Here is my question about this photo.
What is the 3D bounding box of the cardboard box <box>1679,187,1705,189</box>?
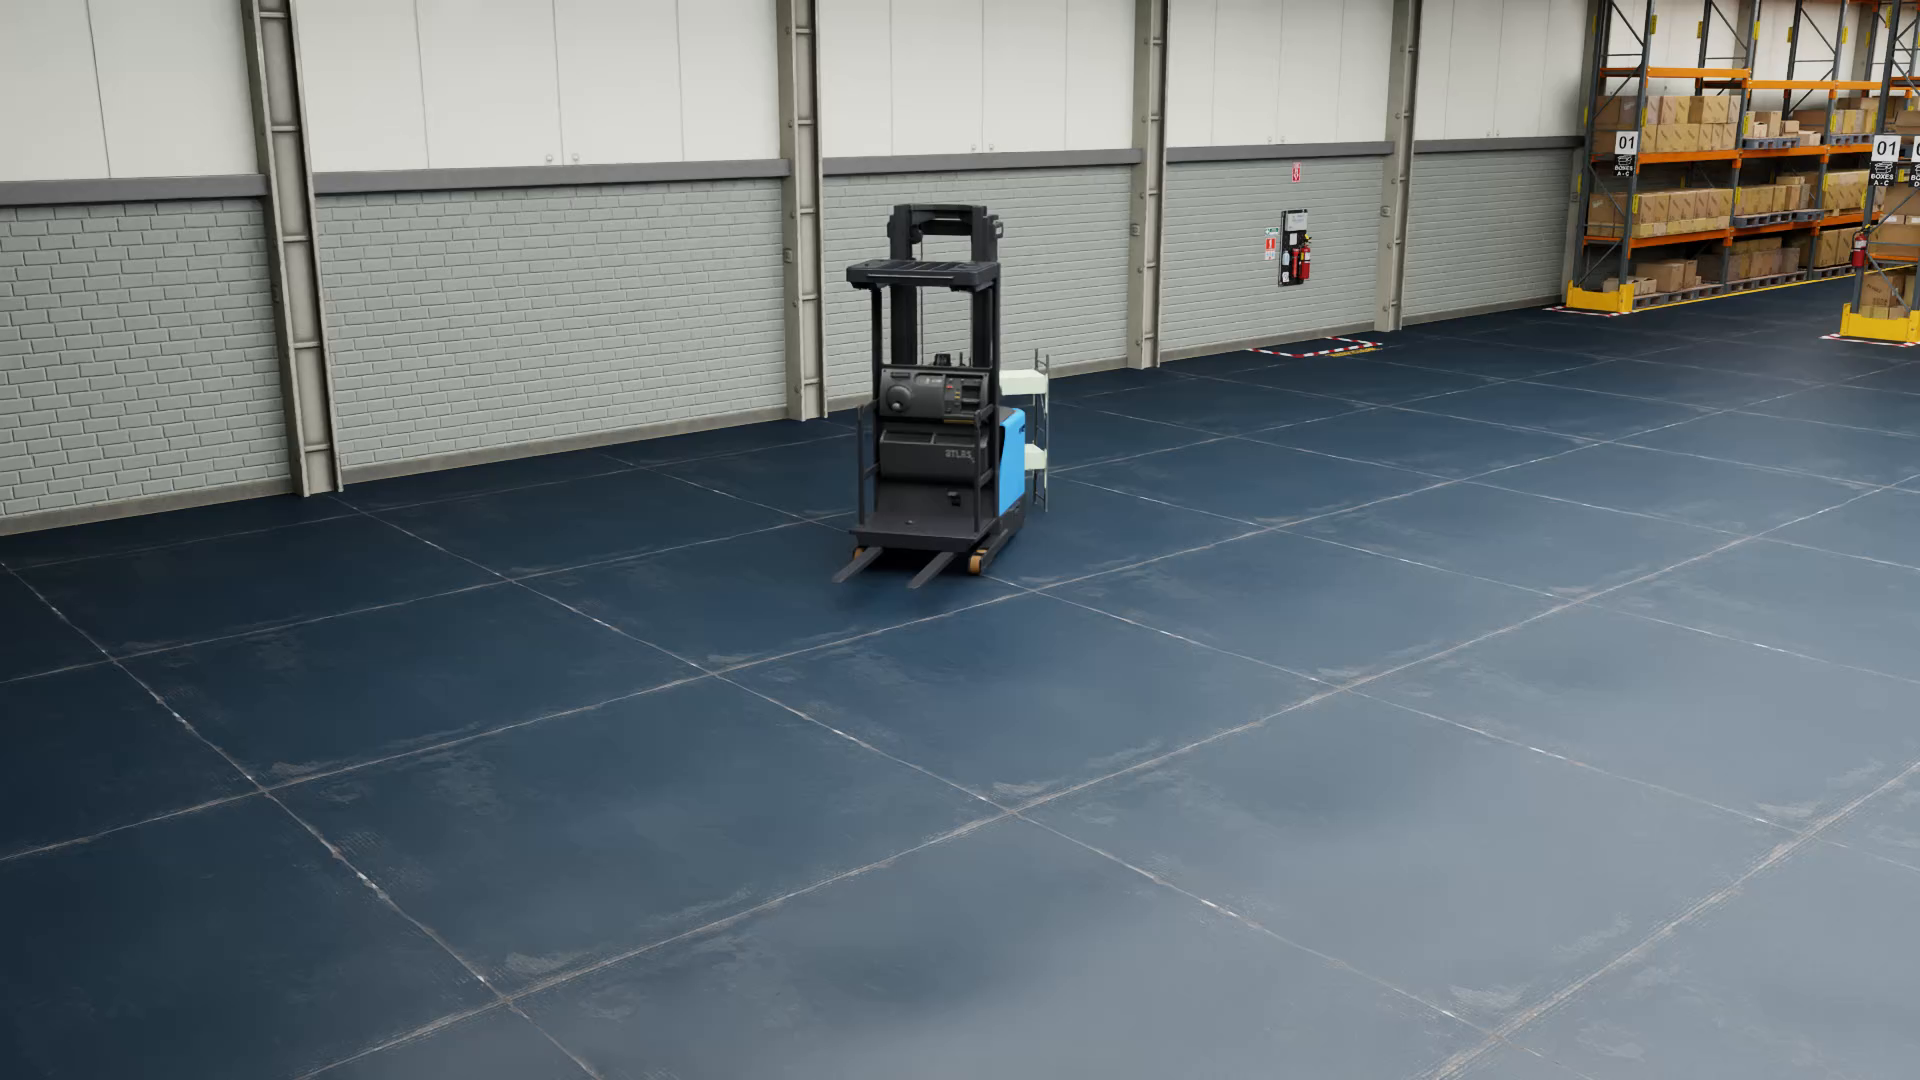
[{"bbox_3d":[14.276,-6.651,32.635,0.500,0.500,0.500,-13,20,-41],"label":"cardboard box"}]

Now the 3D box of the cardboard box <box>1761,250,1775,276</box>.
[{"bbox_3d":[16.455,-5.786,34.592,0.500,0.500,0.700,-13,20,-40],"label":"cardboard box"}]

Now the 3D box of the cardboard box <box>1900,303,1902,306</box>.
[{"bbox_3d":[15.585,-3.859,27.898,0.500,0.250,0.500,-13,19,-39],"label":"cardboard box"}]

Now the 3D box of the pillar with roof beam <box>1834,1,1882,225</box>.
[{"bbox_3d":[23.589,-10.093,35.098,0.400,9.000,9.100,-13,19,-39],"label":"pillar with roof beam"}]

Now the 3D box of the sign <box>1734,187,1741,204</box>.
[{"bbox_3d":[15.130,-6.704,32.359,0.005,0.325,0.100,-13,19,-39],"label":"sign"}]

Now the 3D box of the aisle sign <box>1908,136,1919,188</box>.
[{"bbox_3d":[15.157,-5.934,26.116,0.004,0.787,0.394,-13,19,-39],"label":"aisle sign"}]

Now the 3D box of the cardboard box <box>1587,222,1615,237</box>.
[{"bbox_3d":[11.976,-5.767,30.779,0.500,0.250,0.500,-12,19,-39],"label":"cardboard box"}]

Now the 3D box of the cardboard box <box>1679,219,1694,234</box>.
[{"bbox_3d":[13.480,-5.932,31.397,0.500,0.250,0.500,-12,19,-39],"label":"cardboard box"}]

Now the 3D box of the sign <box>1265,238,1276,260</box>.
[{"bbox_3d":[4.810,-4.516,25.774,0.234,0.329,0.001,-13,19,-39],"label":"sign"}]

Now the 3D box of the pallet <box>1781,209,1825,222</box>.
[{"bbox_3d":[17.318,-6.834,34.893,1.003,0.211,1.213,-13,19,-39],"label":"pallet"}]

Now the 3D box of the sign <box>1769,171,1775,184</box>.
[{"bbox_3d":[17.419,-7.735,35.651,0.005,0.325,0.100,-13,19,-39],"label":"sign"}]

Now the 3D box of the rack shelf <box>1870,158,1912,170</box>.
[{"bbox_3d":[16.514,-6.189,27.691,4.000,0.370,1.077,-13,19,-39],"label":"rack shelf"}]

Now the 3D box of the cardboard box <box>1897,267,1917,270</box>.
[{"bbox_3d":[16.337,-4.391,28.438,0.500,0.500,0.500,-13,19,-39],"label":"cardboard box"}]

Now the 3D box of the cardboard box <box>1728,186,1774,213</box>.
[{"bbox_3d":[16.077,-6.942,33.879,0.500,0.500,0.700,-10,18,-32],"label":"cardboard box"}]

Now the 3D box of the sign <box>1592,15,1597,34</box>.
[{"bbox_3d":[11.401,-9.250,29.827,0.005,0.325,0.100,-13,19,-39],"label":"sign"}]

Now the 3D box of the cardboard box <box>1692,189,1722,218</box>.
[{"bbox_3d":[14.242,-6.464,31.935,0.500,0.500,0.500,-13,20,-40],"label":"cardboard box"}]

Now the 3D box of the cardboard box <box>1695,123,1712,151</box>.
[{"bbox_3d":[13.766,-7.579,31.268,0.500,0.500,0.500,-14,20,-41],"label":"cardboard box"}]

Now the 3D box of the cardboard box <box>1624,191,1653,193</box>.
[{"bbox_3d":[12.740,-6.305,31.341,0.500,0.500,0.500,-13,20,-41],"label":"cardboard box"}]

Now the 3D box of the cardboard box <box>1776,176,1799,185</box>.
[{"bbox_3d":[17.312,-7.521,34.789,0.380,0.149,0.250,12,19,38],"label":"cardboard box"}]

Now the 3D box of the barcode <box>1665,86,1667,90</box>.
[{"bbox_3d":[13.437,-8.606,31.661,0.075,0.075,0.001,-13,19,-39],"label":"barcode"}]

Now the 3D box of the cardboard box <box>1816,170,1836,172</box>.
[{"bbox_3d":[19.123,-8.019,36.696,0.500,0.250,0.500,-13,20,-41],"label":"cardboard box"}]

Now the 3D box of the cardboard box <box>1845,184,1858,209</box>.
[{"bbox_3d":[19.096,-7.473,36.105,0.500,0.500,0.500,-13,20,-40],"label":"cardboard box"}]

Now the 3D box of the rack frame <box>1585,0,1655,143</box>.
[{"bbox_3d":[11.750,-8.611,29.550,0.127,3.000,1.000,-13,19,-39],"label":"rack frame"}]

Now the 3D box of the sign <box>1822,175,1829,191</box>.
[{"bbox_3d":[18.149,-7.485,34.869,0.005,0.325,0.100,-13,19,-39],"label":"sign"}]

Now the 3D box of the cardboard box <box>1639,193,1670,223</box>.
[{"bbox_3d":[12.687,-6.116,30.634,0.500,0.500,0.500,-13,19,-39],"label":"cardboard box"}]

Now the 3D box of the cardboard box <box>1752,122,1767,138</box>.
[{"bbox_3d":[15.697,-8.181,33.111,0.500,0.311,0.500,-12,19,-38],"label":"cardboard box"}]

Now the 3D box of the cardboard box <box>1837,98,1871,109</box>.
[{"bbox_3d":[19.646,-9.598,36.558,0.500,0.250,0.500,-13,20,-41],"label":"cardboard box"}]

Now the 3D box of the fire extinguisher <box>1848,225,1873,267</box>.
[{"bbox_3d":[14.611,-4.782,26.990,0.183,0.674,0.296,-13,19,-39],"label":"fire extinguisher"}]

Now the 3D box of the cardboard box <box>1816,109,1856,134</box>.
[{"bbox_3d":[18.905,-9.063,36.007,0.500,0.500,0.700,-11,19,-37],"label":"cardboard box"}]

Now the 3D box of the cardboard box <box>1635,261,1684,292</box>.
[{"bbox_3d":[13.348,-5.028,31.754,0.500,0.500,0.700,-14,21,-43],"label":"cardboard box"}]

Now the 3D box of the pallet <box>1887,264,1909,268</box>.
[{"bbox_3d":[21.428,-6.512,38.720,1.213,0.211,1.003,-13,19,-39],"label":"pallet"}]

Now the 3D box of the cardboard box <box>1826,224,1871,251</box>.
[{"bbox_3d":[19.729,-6.623,37.085,0.750,0.750,0.750,-12,19,-38],"label":"cardboard box"}]

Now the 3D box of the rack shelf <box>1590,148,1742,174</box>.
[{"bbox_3d":[13.259,-7.153,31.299,4.000,0.370,1.077,-13,19,-39],"label":"rack shelf"}]

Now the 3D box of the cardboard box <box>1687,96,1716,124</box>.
[{"bbox_3d":[13.774,-8.058,31.120,0.500,0.500,0.500,-14,20,-41],"label":"cardboard box"}]

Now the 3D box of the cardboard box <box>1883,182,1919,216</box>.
[{"bbox_3d":[15.405,-5.510,26.857,0.500,0.500,0.700,-13,19,-39],"label":"cardboard box"}]

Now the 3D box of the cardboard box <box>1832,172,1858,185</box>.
[{"bbox_3d":[19.077,-7.835,36.009,0.500,0.250,0.500,-12,19,-39],"label":"cardboard box"}]

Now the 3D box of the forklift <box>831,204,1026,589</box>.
[{"bbox_3d":[-0.270,-1.235,13.693,1.130,2.935,3.031,4,15,14],"label":"forklift"}]

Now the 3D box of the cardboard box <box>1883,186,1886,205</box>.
[{"bbox_3d":[20.620,-7.820,37.405,0.500,0.500,0.500,-13,20,-40],"label":"cardboard box"}]

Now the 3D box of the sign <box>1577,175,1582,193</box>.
[{"bbox_3d":[11.401,-6.536,30.552,0.005,0.325,0.100,-13,19,-39],"label":"sign"}]

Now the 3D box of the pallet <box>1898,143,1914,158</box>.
[{"bbox_3d":[15.555,-6.270,26.770,1.213,0.211,1.003,-13,19,-39],"label":"pallet"}]

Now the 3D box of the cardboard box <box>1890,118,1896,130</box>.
[{"bbox_3d":[21.497,-9.439,37.746,0.500,0.250,0.500,-13,20,-40],"label":"cardboard box"}]

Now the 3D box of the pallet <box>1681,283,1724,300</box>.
[{"bbox_3d":[14.284,-4.922,32.769,1.213,0.211,1.003,-13,19,-39],"label":"pallet"}]

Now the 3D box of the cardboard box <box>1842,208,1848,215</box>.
[{"bbox_3d":[19.138,-7.190,36.304,0.250,0.149,0.380,-12,19,-39],"label":"cardboard box"}]

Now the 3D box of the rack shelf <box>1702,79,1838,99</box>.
[{"bbox_3d":[16.277,-9.087,33.500,4.000,0.370,1.077,-13,19,-39],"label":"rack shelf"}]

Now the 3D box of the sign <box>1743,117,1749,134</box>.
[{"bbox_3d":[15.130,-7.985,32.017,0.005,0.325,0.100,-13,19,-39],"label":"sign"}]

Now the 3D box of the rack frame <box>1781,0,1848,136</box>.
[{"bbox_3d":[17.785,-9.966,34.624,0.127,3.000,1.000,-13,19,-39],"label":"rack frame"}]

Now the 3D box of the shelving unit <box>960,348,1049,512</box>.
[{"bbox_3d":[0.412,-1.013,15.637,0.755,1.500,0.431,-4,15,-14],"label":"shelving unit"}]

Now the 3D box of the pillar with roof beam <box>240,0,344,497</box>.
[{"bbox_3d":[-3.569,-3.994,12.266,0.400,9.000,9.100,-13,19,-39],"label":"pillar with roof beam"}]

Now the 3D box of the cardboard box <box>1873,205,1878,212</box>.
[{"bbox_3d":[20.173,-7.383,37.025,0.250,0.149,0.380,-13,19,-39],"label":"cardboard box"}]

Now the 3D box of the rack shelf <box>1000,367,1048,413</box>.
[{"bbox_3d":[0.412,-1.390,15.537,0.720,0.370,0.431,-4,15,-14],"label":"rack shelf"}]

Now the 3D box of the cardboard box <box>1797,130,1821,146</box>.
[{"bbox_3d":[17.420,-8.309,34.367,0.500,0.311,0.500,-13,19,-39],"label":"cardboard box"}]

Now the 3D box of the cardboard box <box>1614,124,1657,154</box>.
[{"bbox_3d":[12.167,-7.228,29.952,0.500,0.500,0.500,-12,19,-38],"label":"cardboard box"}]

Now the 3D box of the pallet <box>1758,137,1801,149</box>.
[{"bbox_3d":[16.084,-8.009,33.472,1.003,0.211,1.213,-13,19,-39],"label":"pallet"}]

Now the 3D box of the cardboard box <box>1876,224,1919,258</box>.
[{"bbox_3d":[15.366,-4.874,26.990,0.500,0.500,0.700,-13,19,-39],"label":"cardboard box"}]

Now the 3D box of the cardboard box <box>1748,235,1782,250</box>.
[{"bbox_3d":[16.805,-6.219,34.757,0.500,0.250,0.500,-12,19,-38],"label":"cardboard box"}]
